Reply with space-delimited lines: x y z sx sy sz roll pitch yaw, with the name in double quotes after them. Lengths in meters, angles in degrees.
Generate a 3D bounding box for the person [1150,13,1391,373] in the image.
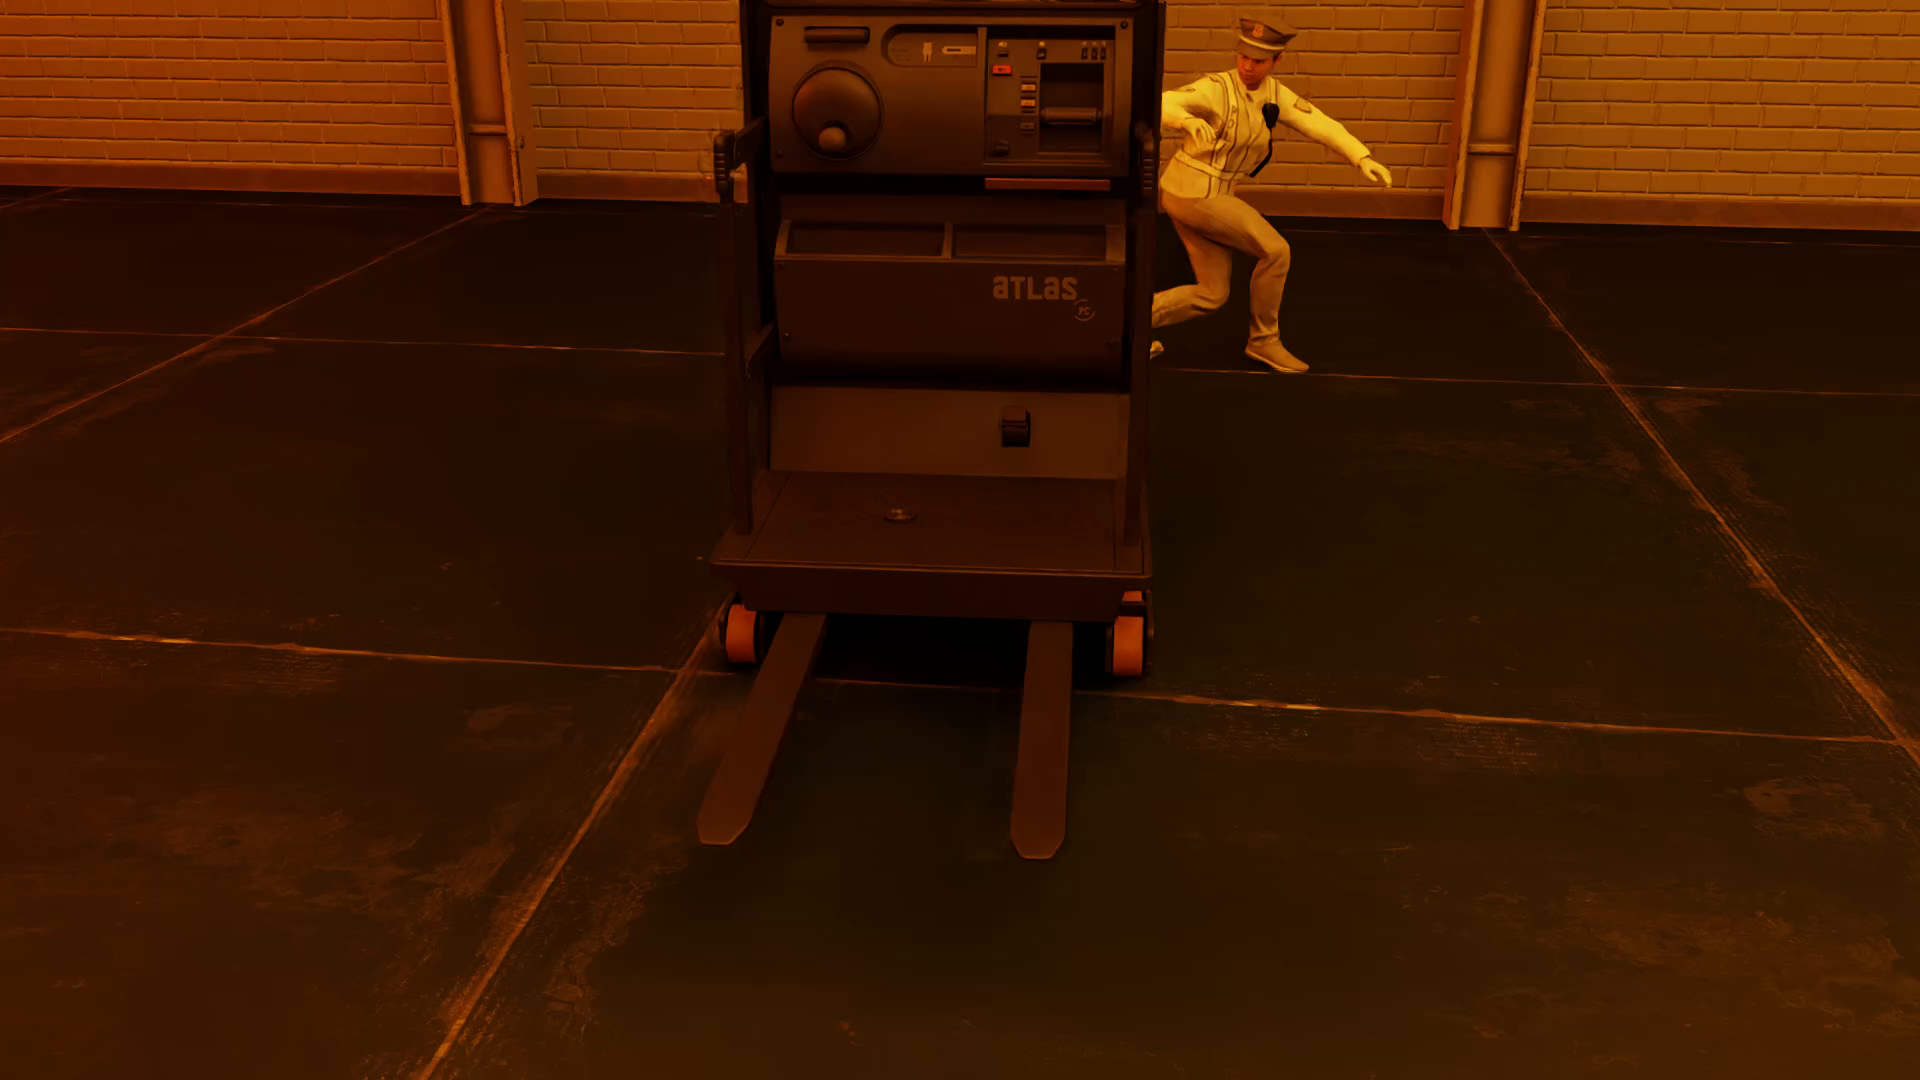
1.131 -1.326 6.604 1.067 1.440 0.799 10 24 23 "person"

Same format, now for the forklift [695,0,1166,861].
-0.041 -1.131 4.063 1.130 2.935 3.031 2 22 4 "forklift"
